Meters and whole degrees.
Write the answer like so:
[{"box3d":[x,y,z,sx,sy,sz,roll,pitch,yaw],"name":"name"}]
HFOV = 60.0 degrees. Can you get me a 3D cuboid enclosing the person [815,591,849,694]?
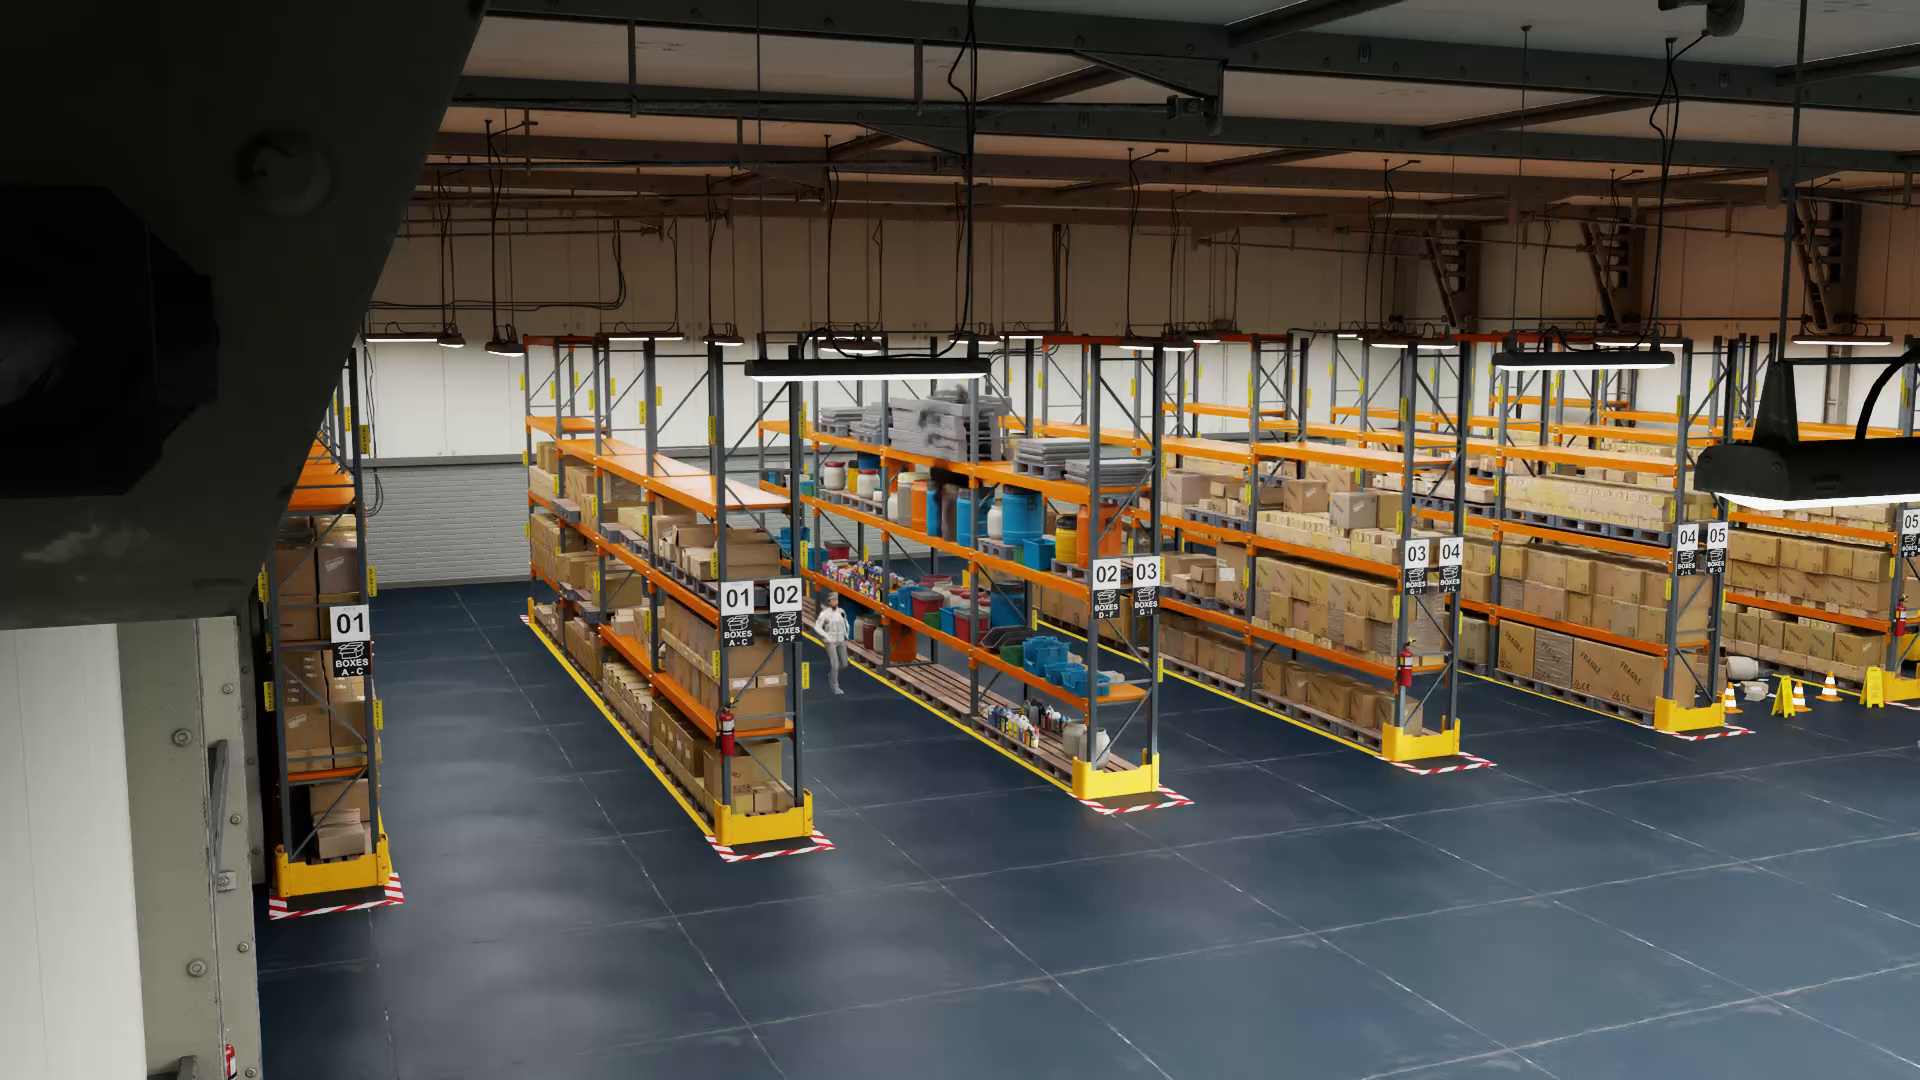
[{"box3d":[-2.032,1.648,26.900,0.614,1.659,0.505,-5,9,-31],"name":"person"}]
